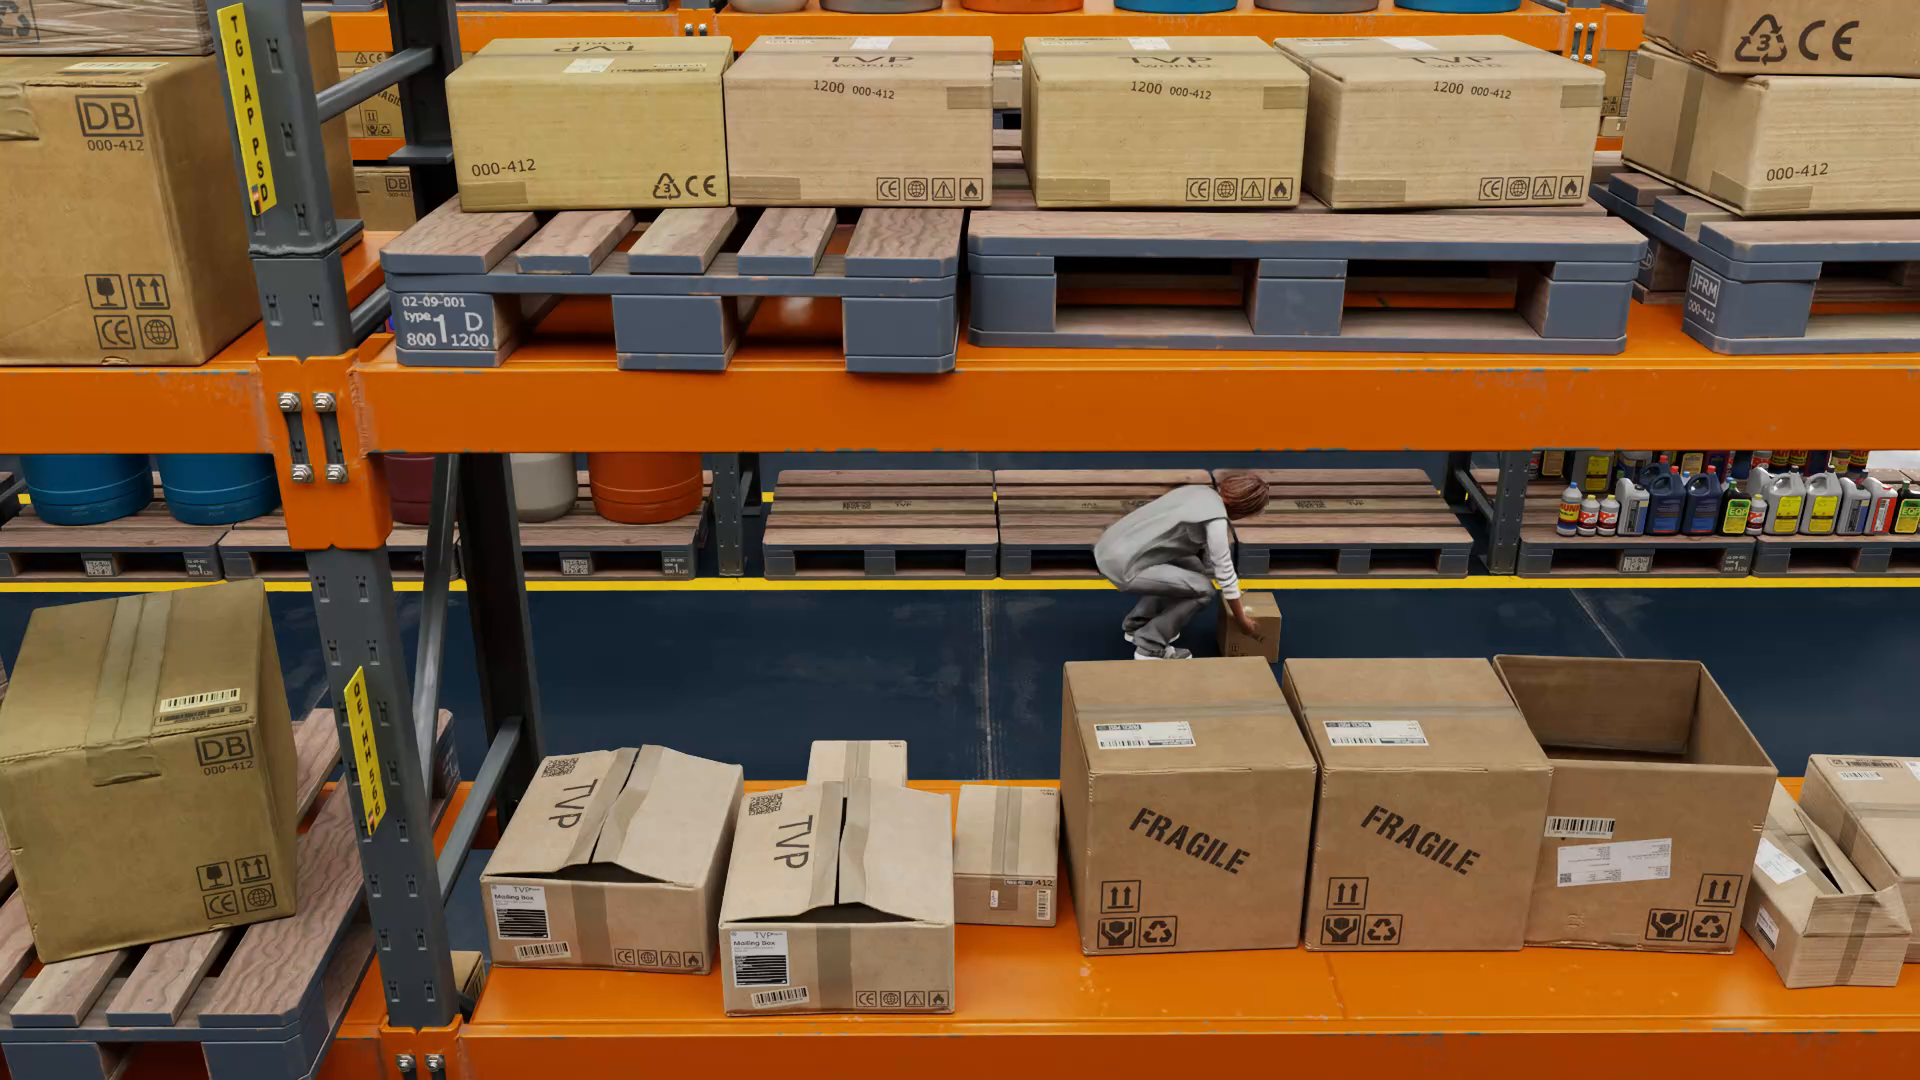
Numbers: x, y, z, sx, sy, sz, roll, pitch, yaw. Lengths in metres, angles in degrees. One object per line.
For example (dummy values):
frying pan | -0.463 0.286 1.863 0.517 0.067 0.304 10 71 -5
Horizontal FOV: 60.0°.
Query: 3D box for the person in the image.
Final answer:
person | 1.012 0.118 7.725 0.794 0.879 0.441 0 24 -1
